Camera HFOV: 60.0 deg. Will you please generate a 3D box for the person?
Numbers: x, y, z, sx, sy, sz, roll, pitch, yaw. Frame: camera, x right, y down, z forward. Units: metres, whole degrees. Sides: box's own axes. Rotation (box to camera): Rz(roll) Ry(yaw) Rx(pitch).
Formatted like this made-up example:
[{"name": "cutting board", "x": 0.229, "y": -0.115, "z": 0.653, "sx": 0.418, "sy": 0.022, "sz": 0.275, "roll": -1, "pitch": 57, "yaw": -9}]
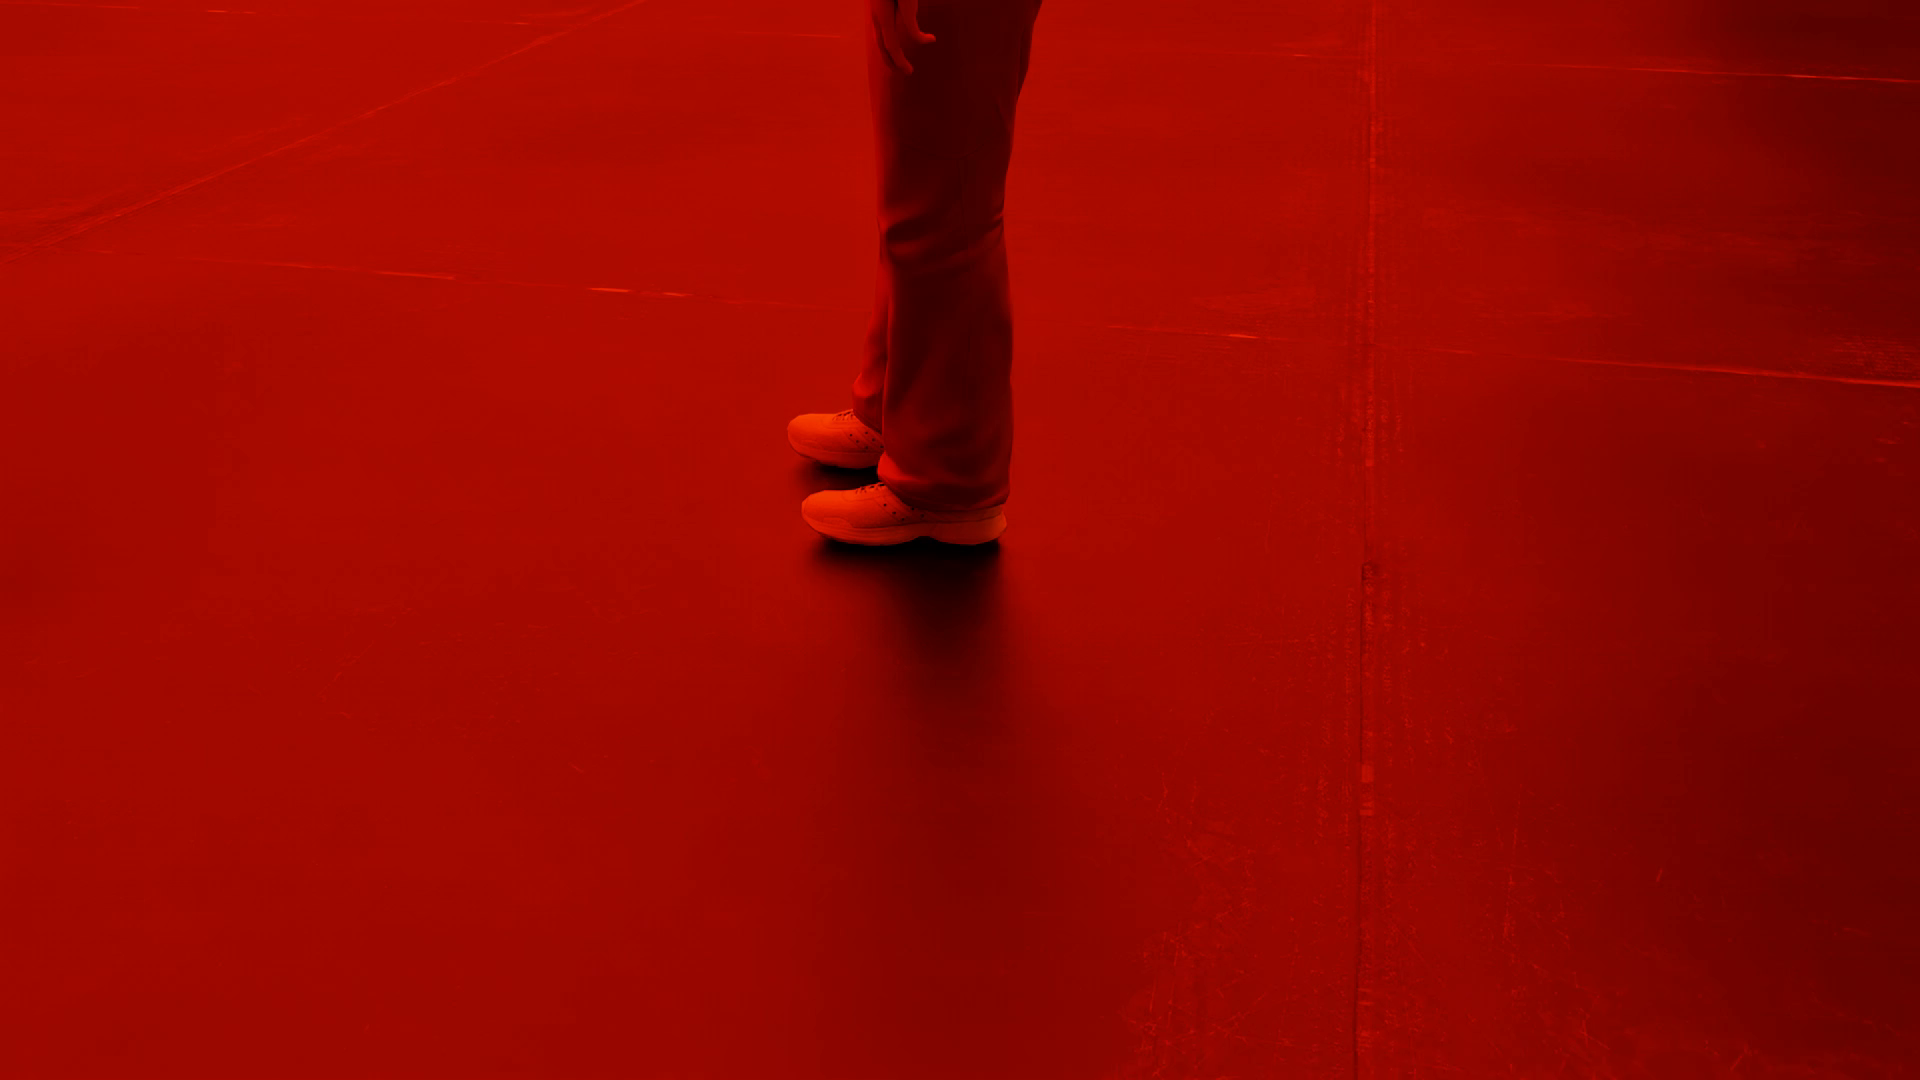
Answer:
[{"name": "person", "x": -0.069, "y": -0.767, "z": 2.143, "sx": 0.549, "sy": 1.676, "sz": 0.554, "roll": 6, "pitch": 27, "yaw": 11}]
